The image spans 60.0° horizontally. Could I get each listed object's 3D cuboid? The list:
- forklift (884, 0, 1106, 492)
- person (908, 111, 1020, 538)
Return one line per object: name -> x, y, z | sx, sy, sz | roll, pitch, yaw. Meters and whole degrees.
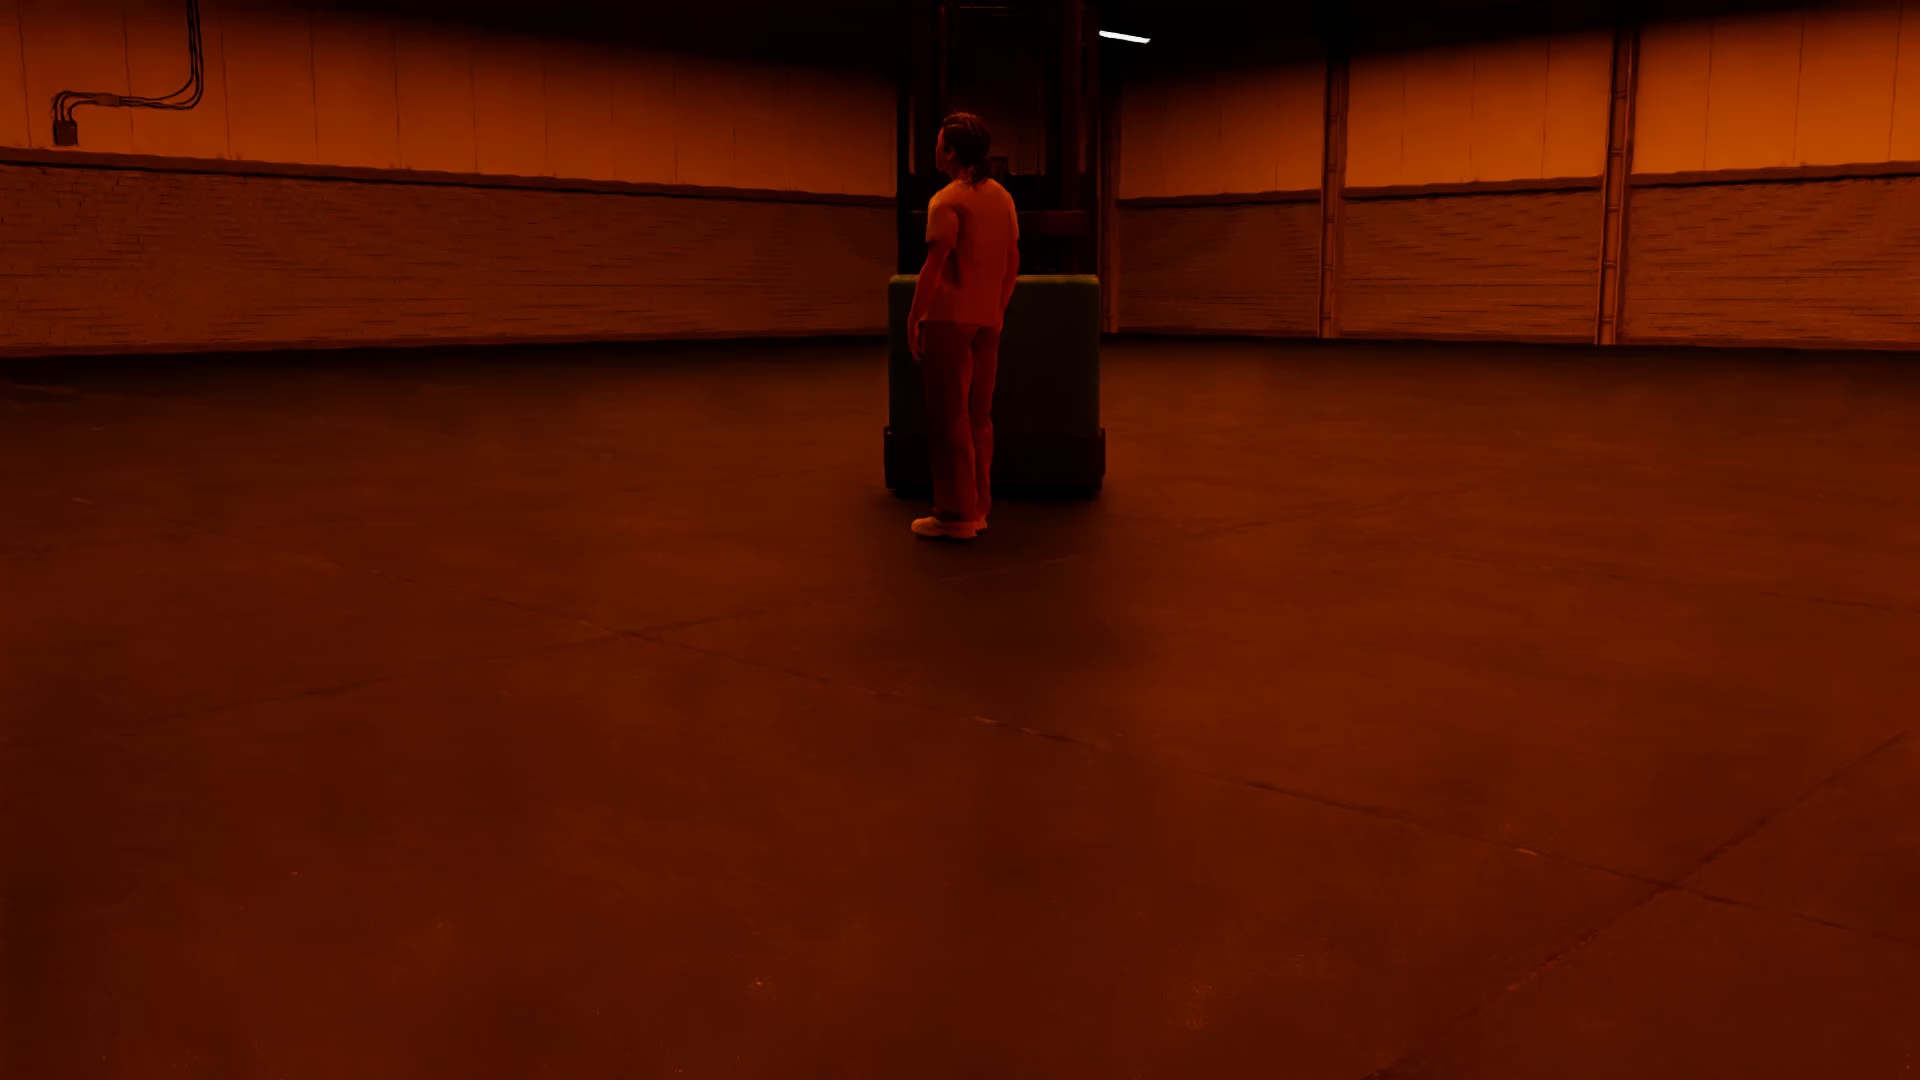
forklift -> 0.212, -1.871, 9.300 | 1.130, 2.935, 3.031 | 0, 9, 2
person -> -0.046, -0.845, 6.650 | 0.548, 1.674, 0.554 | 8, 12, 43
